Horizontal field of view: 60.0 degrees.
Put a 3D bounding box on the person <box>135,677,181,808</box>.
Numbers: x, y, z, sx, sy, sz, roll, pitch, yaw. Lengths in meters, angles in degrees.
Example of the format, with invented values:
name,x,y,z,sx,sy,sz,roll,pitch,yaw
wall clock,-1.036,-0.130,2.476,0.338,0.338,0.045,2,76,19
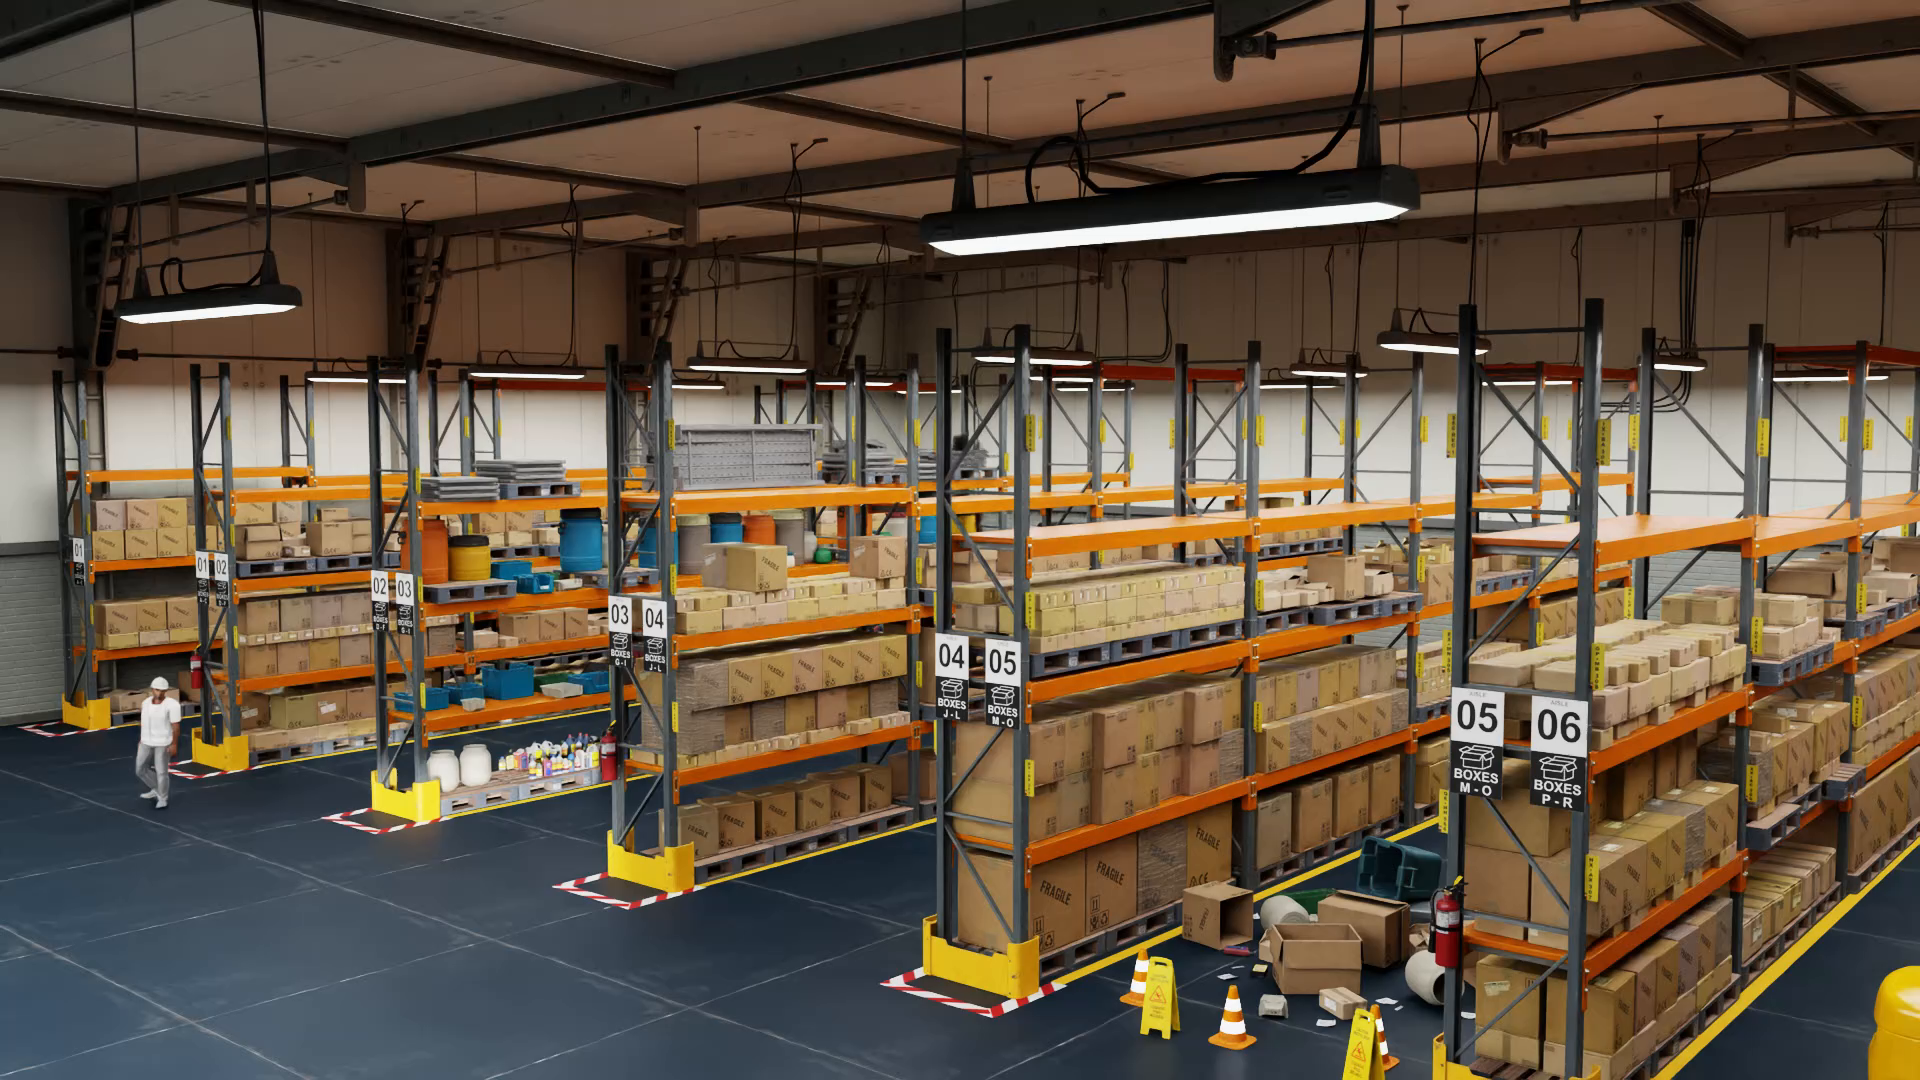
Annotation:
name,x,y,z,sx,sy,sz,roll,pitch,yaw
person,-10.677,2.685,22.140,0.668,1.756,0.455,1,4,9

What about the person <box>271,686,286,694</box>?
name,x,y,z,sx,sy,sz,roll,pitch,yaw
person,-11.486,2.271,28.274,0.667,1.731,0.769,1,4,11
